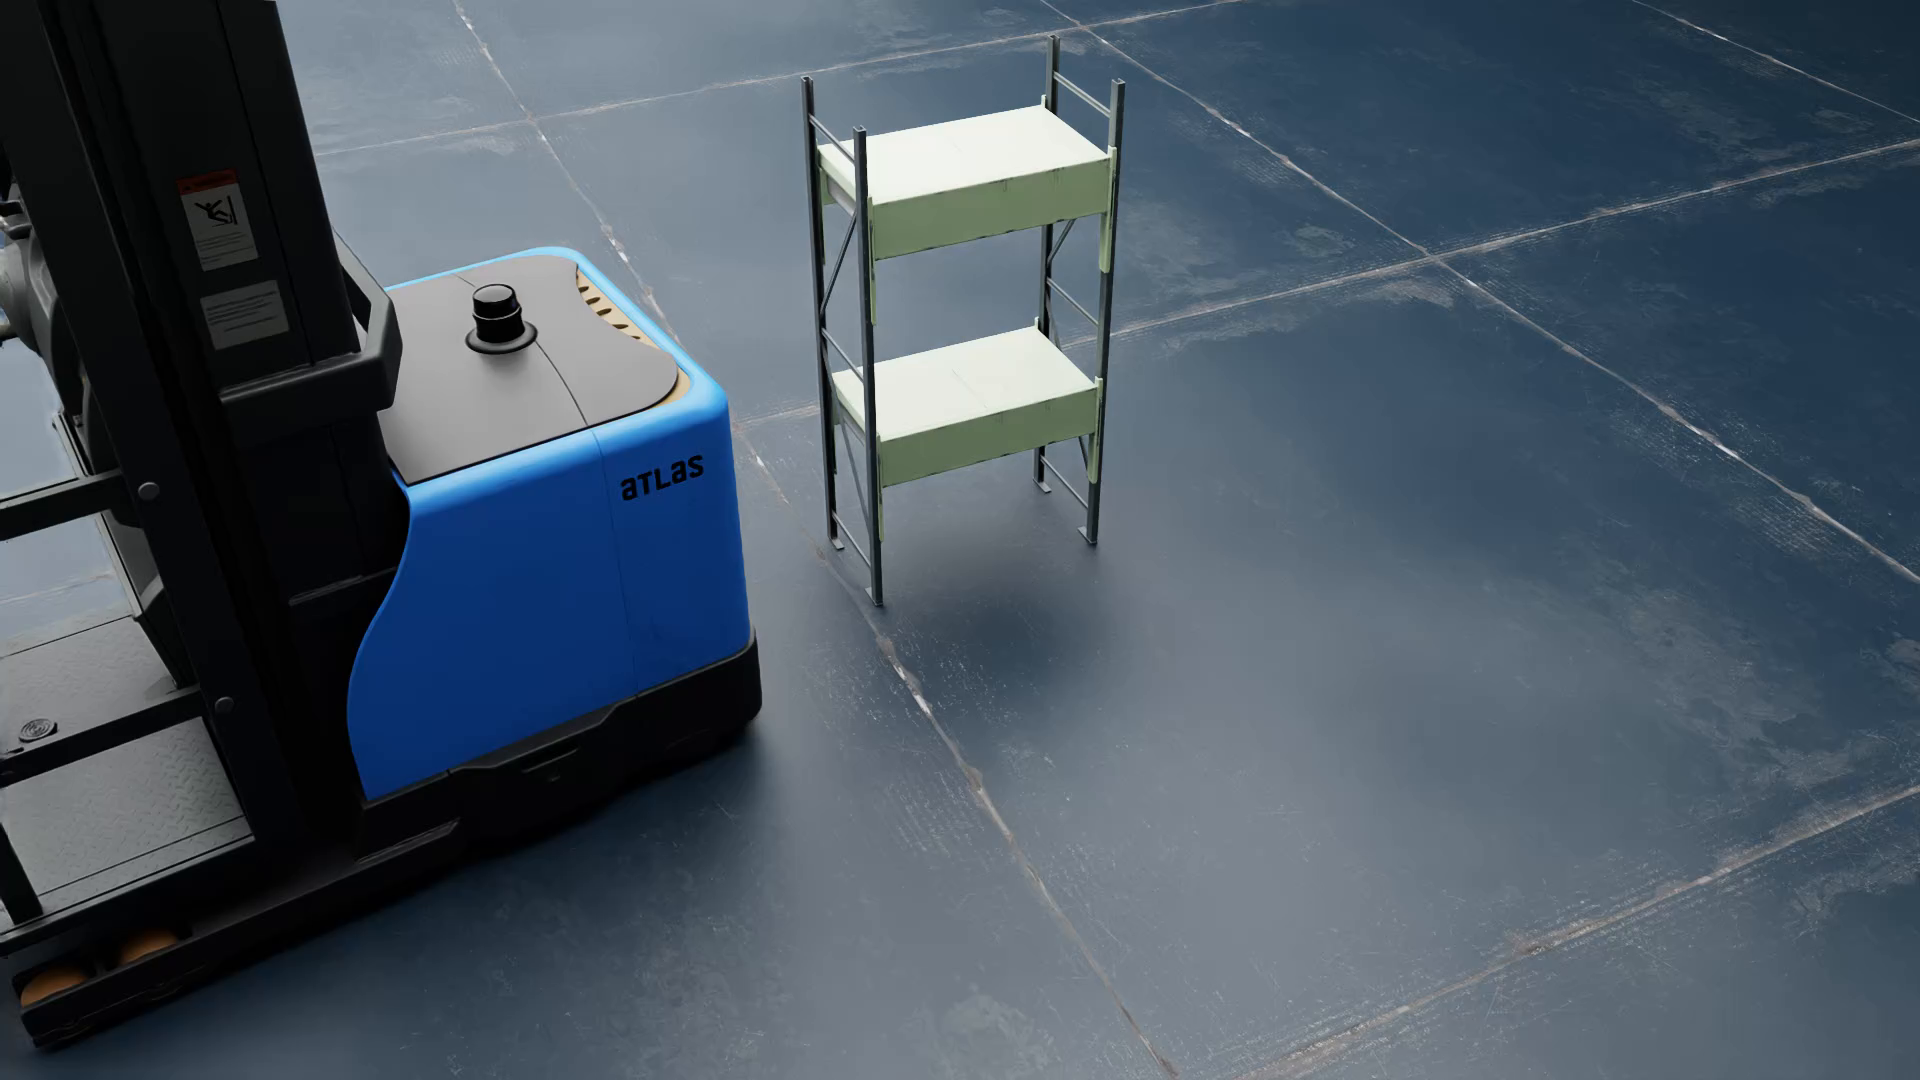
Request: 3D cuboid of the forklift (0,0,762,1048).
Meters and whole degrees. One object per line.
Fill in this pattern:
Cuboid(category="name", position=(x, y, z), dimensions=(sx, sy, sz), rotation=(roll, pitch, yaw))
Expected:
Cuboid(category="forklift", position=(-2.050, -0.417, 3.352), dimensions=(3.031, 2.935, 1.130), rotation=(-22, 42, -26))

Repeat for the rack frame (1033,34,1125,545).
Cuboid(category="rack frame", position=(0.337, -0.697, 4.930), dimensions=(0.023, 1.500, 0.400), rotation=(-16, 39, -20))

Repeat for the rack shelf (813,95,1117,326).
Cuboid(category="rack shelf", position=(0.006, -0.918, 4.573), dimensions=(0.720, 0.370, 0.431), rotation=(-16, 39, -20))

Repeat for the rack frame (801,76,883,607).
Cuboid(category="rack frame", position=(-0.325, -0.511, 4.681), dimensions=(0.023, 1.500, 0.400), rotation=(-16, 39, -20))

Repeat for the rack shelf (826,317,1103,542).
Cuboid(category="rack shelf", position=(0.006, -0.342, 5.000), dimensions=(0.720, 0.370, 0.431), rotation=(-16, 39, -20))

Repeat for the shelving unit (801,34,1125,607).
Cuboid(category="shelving unit", position=(0.006, -0.604, 4.805), dimensions=(0.755, 1.500, 0.431), rotation=(-16, 39, -20))
